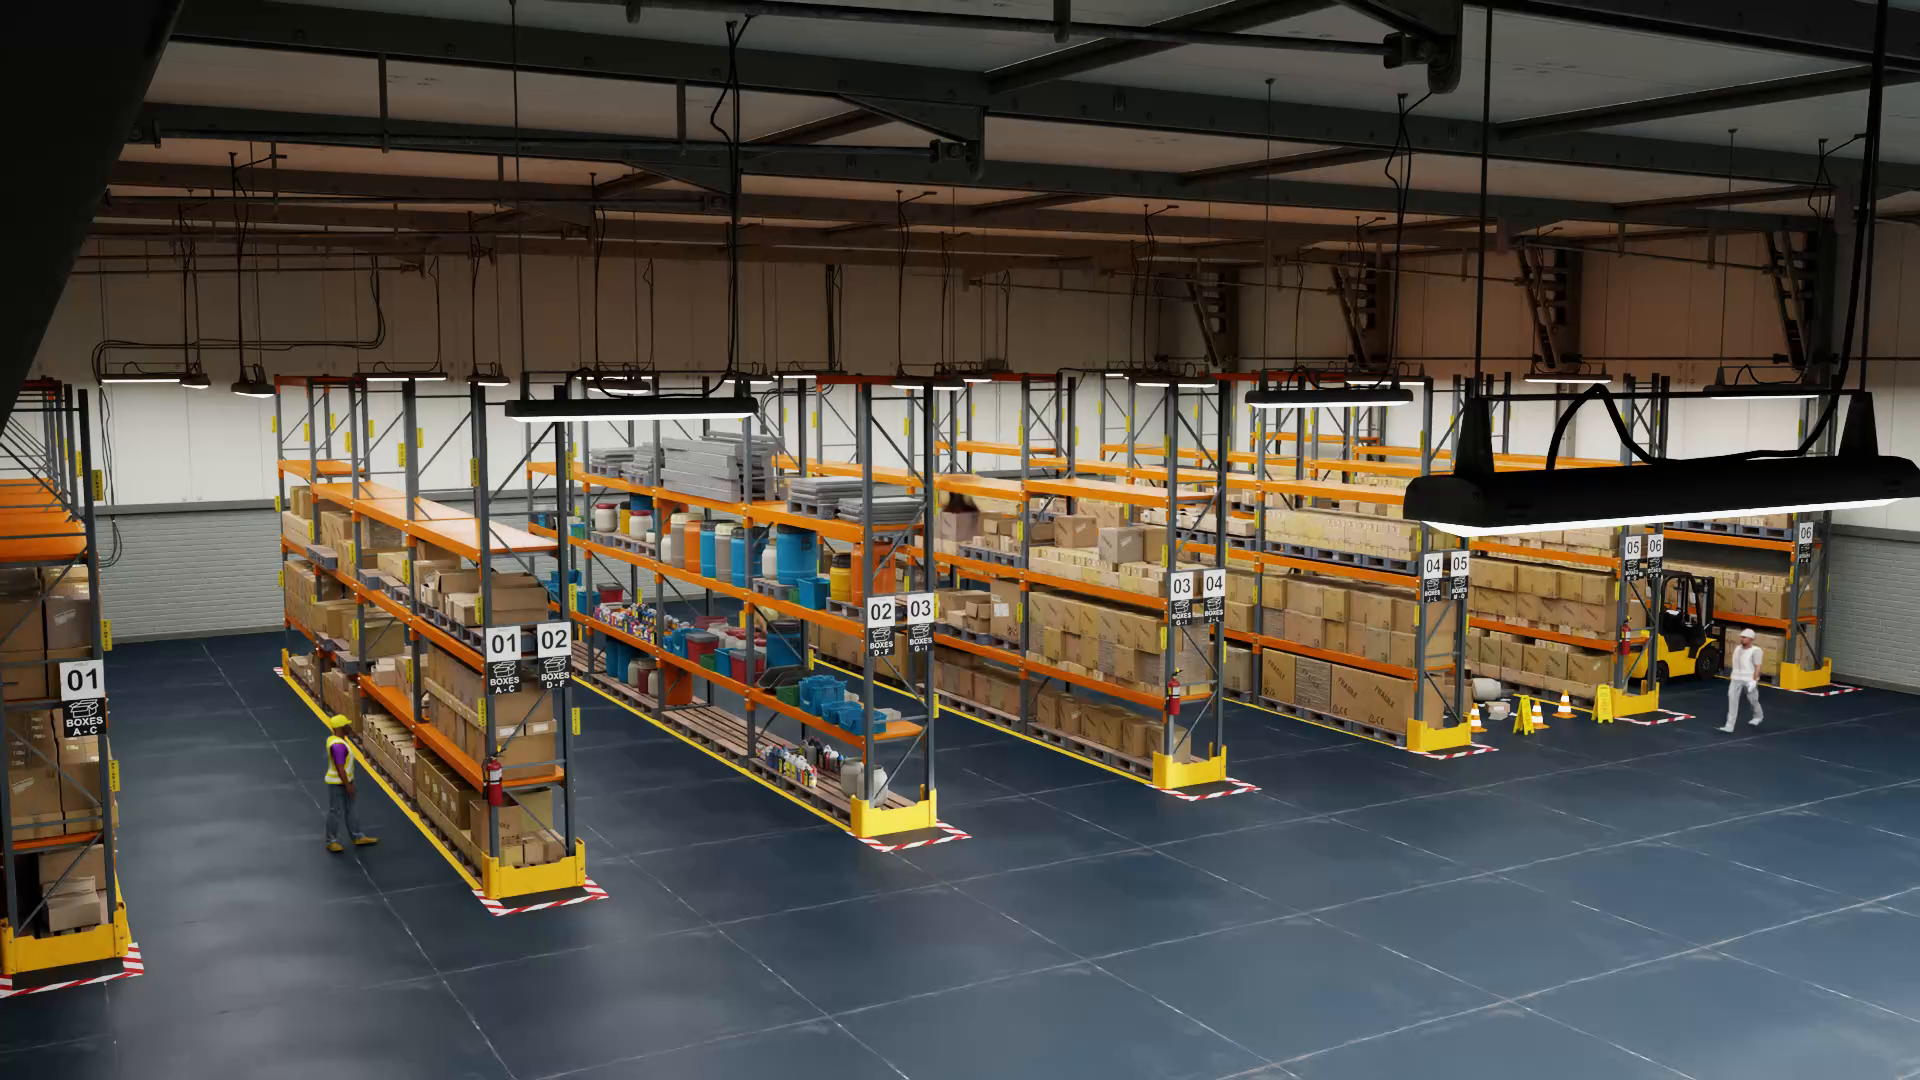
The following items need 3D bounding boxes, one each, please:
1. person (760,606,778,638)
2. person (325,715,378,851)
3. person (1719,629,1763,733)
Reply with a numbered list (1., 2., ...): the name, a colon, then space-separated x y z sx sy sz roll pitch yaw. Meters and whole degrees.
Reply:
1. person: -3.825 1.843 33.626 0.459 1.616 1.041 -4 7 -30
2. person: -7.916 3.124 21.434 0.592 1.760 0.611 0 6 -2
3. person: 13.331 2.382 28.204 0.505 1.751 1.058 6 8 41
